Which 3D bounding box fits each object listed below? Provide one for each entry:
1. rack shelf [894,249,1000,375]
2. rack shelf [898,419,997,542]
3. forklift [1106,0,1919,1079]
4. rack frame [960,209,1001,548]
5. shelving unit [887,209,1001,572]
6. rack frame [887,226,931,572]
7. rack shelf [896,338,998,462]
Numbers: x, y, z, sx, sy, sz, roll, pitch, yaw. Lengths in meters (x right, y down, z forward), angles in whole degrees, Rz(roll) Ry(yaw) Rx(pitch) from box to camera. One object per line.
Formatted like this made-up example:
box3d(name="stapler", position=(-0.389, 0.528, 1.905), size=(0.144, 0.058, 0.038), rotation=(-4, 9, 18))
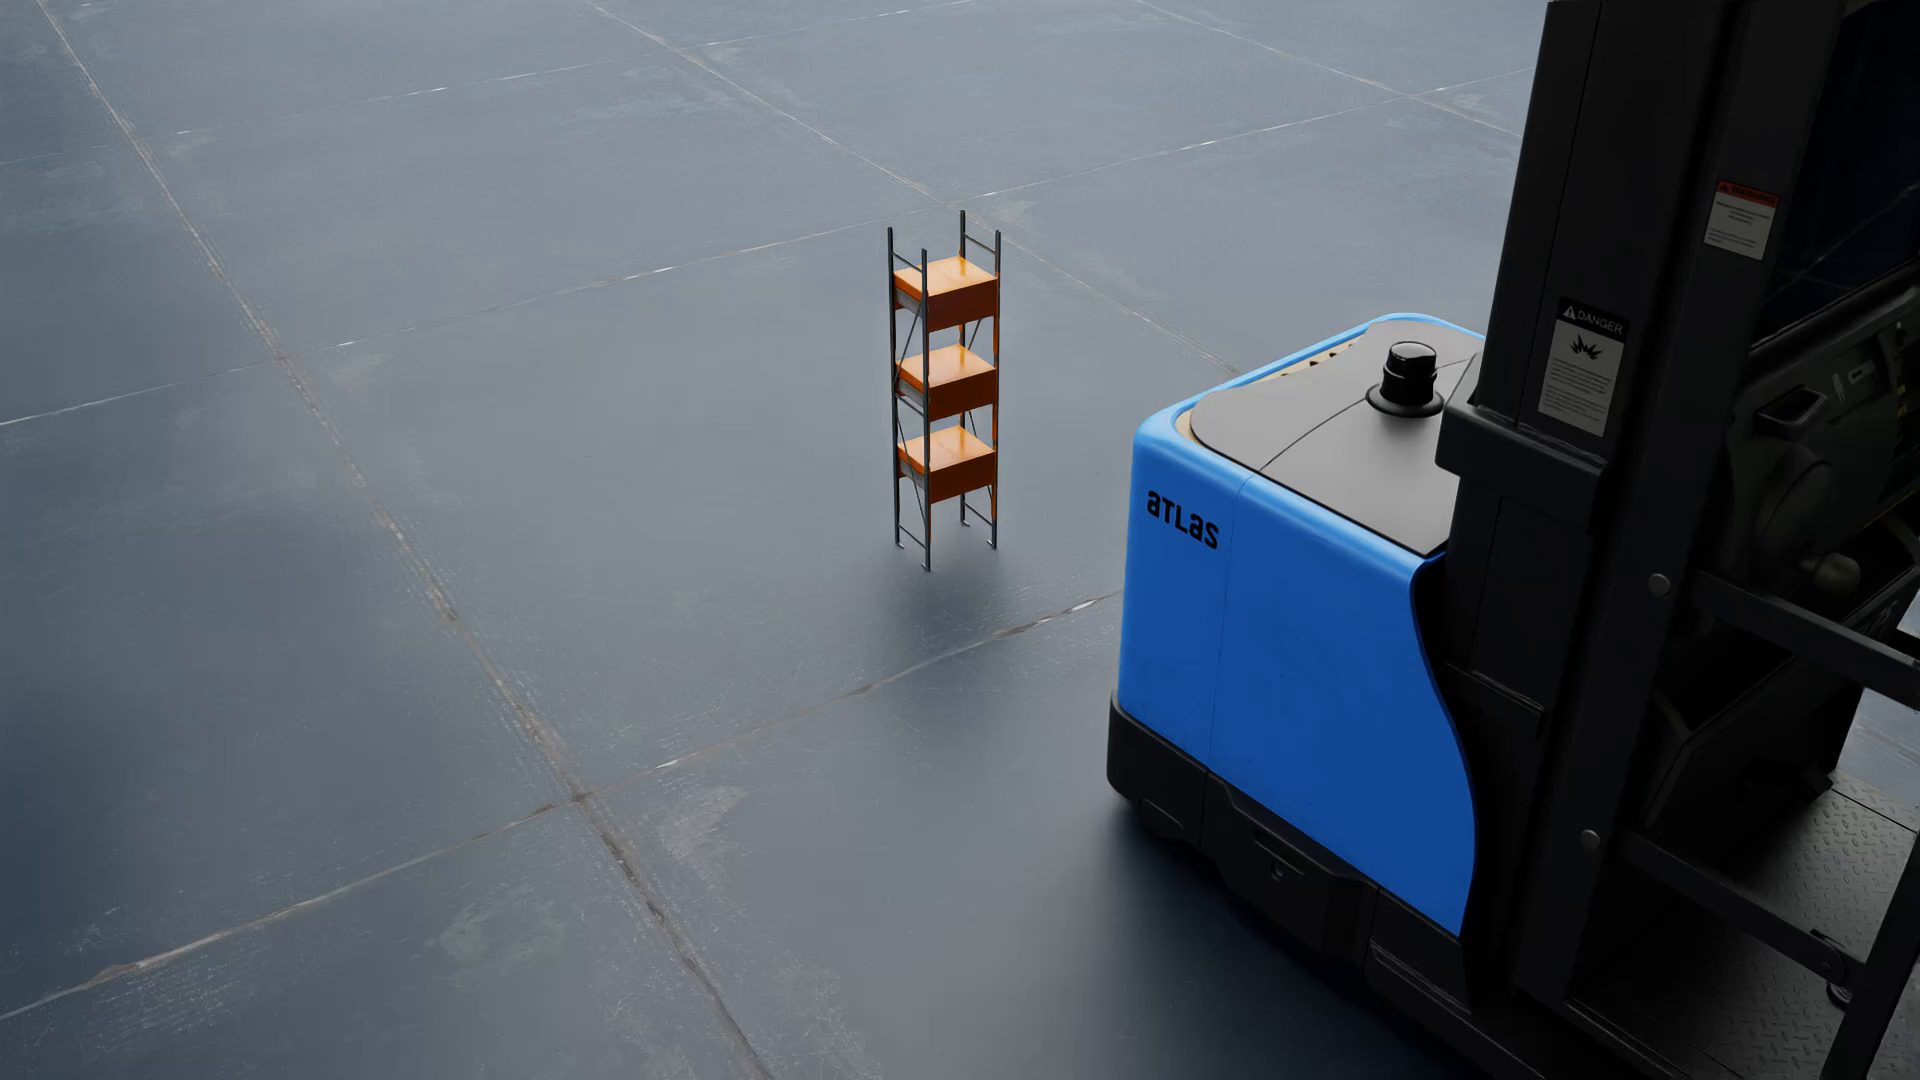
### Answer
box3d(name="rack shelf", position=(-0.045, -0.660, 4.800), size=(0.240, 0.259, 0.215), rotation=(-19, 37, -27))
box3d(name="rack shelf", position=(-0.045, -0.185, 5.099), size=(0.240, 0.259, 0.215), rotation=(-19, 37, -27))
box3d(name="forklift", position=(1.698, -0.156, 2.750), size=(1.130, 2.935, 3.031), rotation=(-24, 39, -33))
box3d(name="rack frame", position=(0.058, -0.464, 5.001), size=(0.008, 1.050, 0.200), rotation=(-19, 37, -27))
box3d(name="shelving unit", position=(-0.045, -0.429, 4.945), size=(0.252, 1.050, 0.215), rotation=(-19, 37, -27))
box3d(name="rack frame", position=(-0.148, -0.393, 4.889), size=(0.008, 1.050, 0.200), rotation=(-19, 37, -27))
box3d(name="rack shelf", position=(-0.045, -0.420, 4.951), size=(0.240, 0.259, 0.215), rotation=(-19, 37, -27))
